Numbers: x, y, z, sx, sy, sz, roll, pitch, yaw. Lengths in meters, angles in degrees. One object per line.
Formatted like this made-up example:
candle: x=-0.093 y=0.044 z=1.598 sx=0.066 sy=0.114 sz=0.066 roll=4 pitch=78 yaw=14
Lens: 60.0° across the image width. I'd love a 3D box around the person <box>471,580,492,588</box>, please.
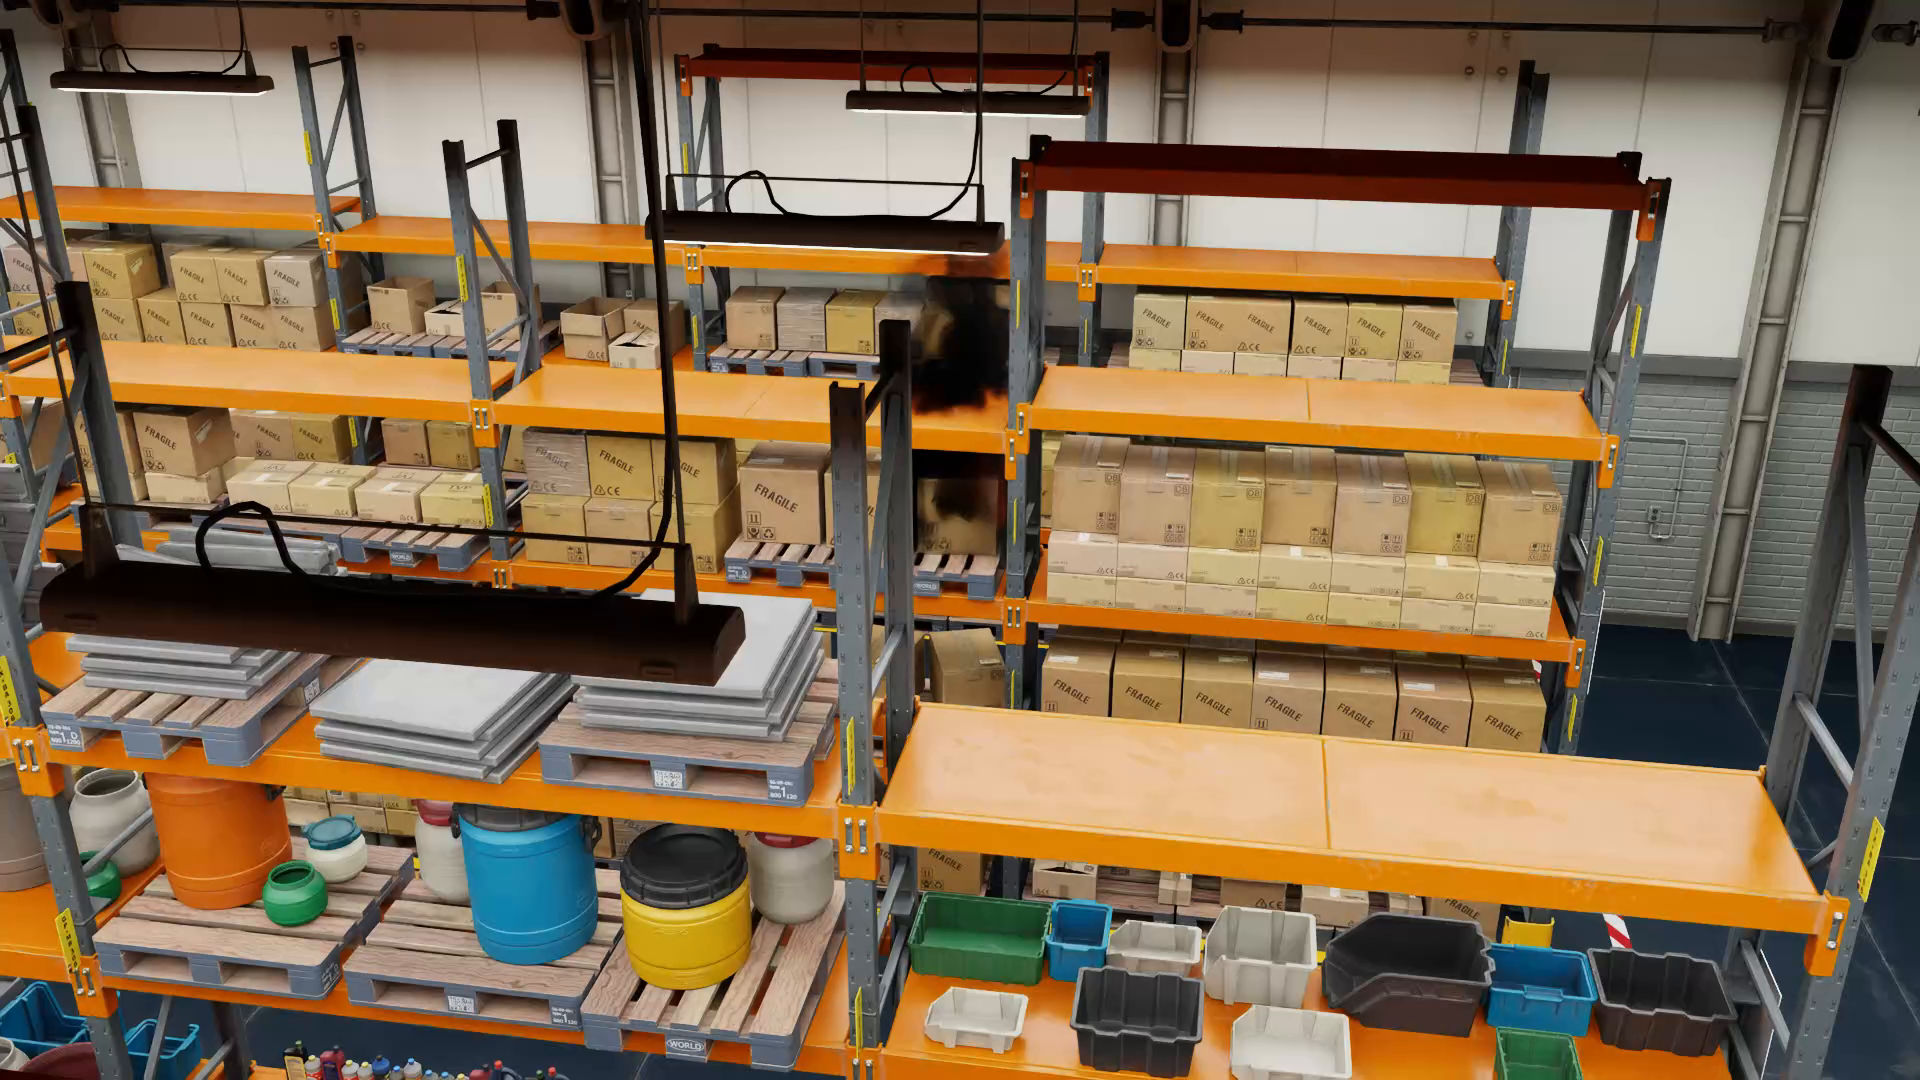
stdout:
person: x=-4.441 y=1.032 z=15.734 sx=0.969 sy=1.648 sz=0.577 roll=3 pitch=23 yaw=7
